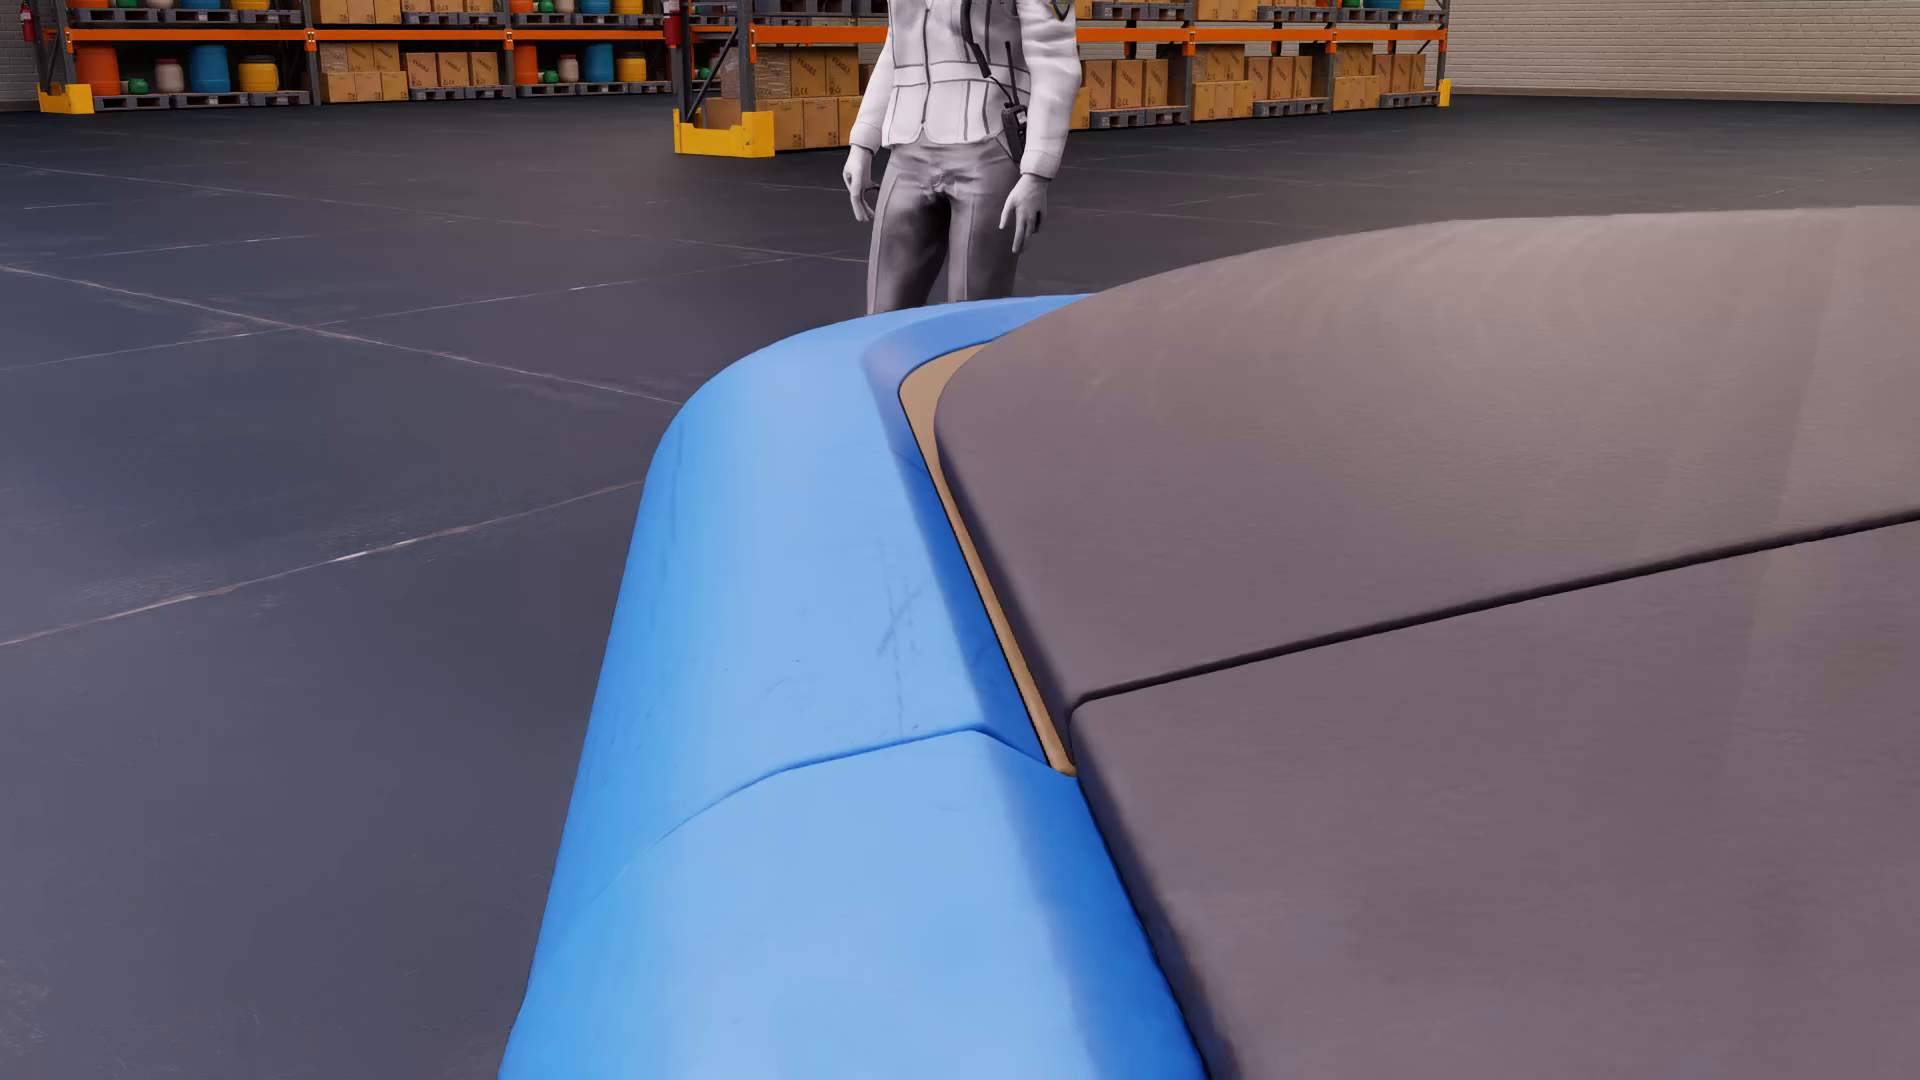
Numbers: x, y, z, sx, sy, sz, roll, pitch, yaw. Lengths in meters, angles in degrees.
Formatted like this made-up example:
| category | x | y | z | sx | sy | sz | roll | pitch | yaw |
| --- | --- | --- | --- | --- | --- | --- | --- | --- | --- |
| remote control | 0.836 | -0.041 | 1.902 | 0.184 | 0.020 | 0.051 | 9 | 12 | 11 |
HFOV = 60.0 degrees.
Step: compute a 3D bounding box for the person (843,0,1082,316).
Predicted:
| category | x | y | z | sx | sy | sz | roll | pitch | yaw |
| --- | --- | --- | --- | --- | --- | --- | --- | --- | --- |
| person | -0.048 | -0.804 | 3.648 | 0.587 | 1.696 | 0.534 | 13 | 21 | 37 |
